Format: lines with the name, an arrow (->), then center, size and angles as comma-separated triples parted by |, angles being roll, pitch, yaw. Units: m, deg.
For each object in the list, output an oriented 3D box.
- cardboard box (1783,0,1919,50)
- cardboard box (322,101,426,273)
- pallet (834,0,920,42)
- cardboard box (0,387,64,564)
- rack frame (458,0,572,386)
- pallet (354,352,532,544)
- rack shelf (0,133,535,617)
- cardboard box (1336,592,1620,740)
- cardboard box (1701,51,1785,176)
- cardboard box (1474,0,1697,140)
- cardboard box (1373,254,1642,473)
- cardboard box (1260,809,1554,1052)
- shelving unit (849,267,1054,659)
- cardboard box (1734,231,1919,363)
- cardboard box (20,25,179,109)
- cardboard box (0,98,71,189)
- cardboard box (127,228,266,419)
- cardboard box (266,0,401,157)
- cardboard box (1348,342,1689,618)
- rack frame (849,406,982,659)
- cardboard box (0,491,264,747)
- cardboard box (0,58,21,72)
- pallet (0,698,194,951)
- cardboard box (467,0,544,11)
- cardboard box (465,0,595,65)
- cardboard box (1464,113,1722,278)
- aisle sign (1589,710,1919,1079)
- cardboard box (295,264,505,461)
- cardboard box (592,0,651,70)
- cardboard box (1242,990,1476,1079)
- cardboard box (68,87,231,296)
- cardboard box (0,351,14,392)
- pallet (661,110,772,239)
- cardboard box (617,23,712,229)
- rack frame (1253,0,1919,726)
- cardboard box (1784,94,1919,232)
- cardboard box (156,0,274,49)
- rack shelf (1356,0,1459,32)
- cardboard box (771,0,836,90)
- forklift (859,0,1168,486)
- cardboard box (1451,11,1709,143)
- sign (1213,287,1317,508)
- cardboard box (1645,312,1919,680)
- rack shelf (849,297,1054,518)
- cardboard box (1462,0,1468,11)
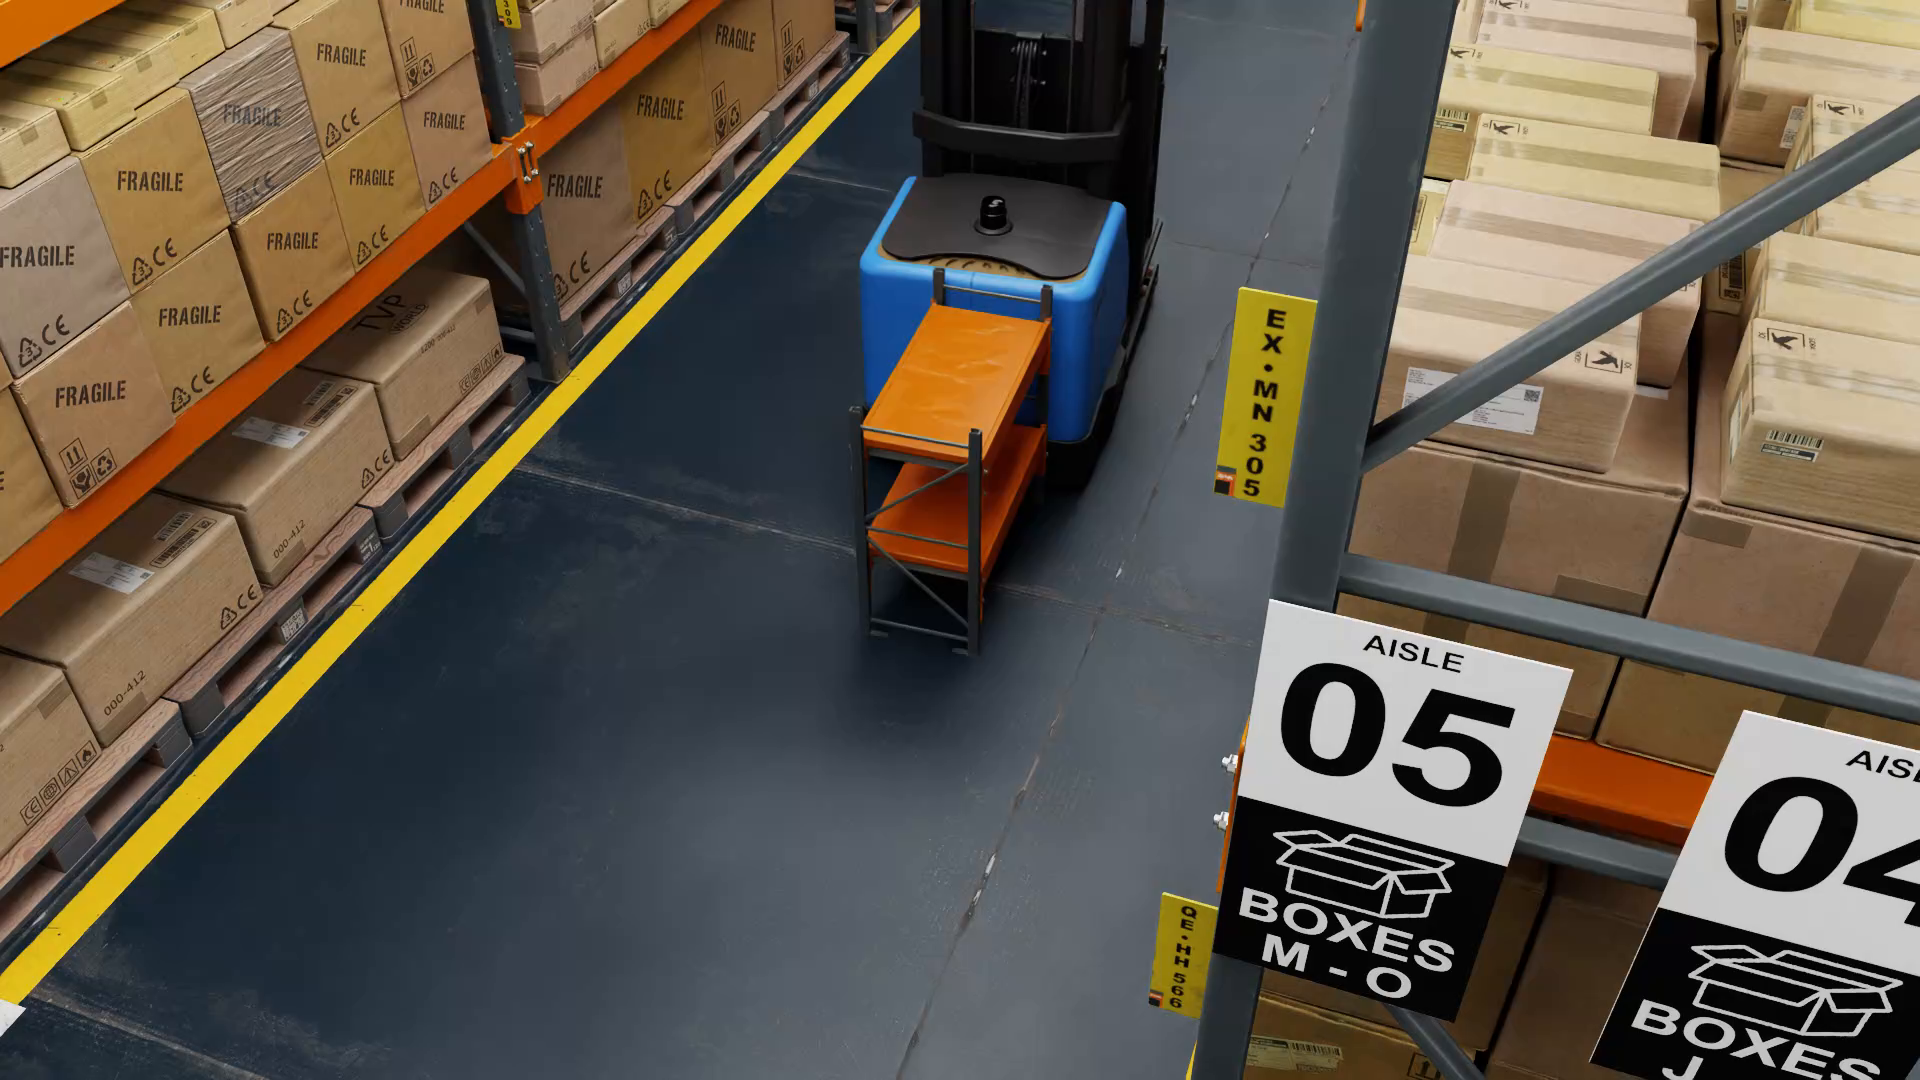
cardboard box -> 1.750, -0.907, 3.115 | 0.380, 0.149, 0.250 | 15, 43, 16
cardboard box -> -2.499, -1.425, 6.532 | 0.500, 0.500, 0.500 | 12, 42, 14
pallet -> -0.774, -3.897, 11.655 | 1.003, 0.211, 1.213 | 13, 42, 15
cardboard box -> -3.197, -0.184, 5.078 | 0.500, 0.500, 0.500 | 13, 42, 14
rack frame -> -2.410, -2.042, 7.332 | 1.000, 3.000, 0.127 | 13, 42, 15
pallet -> -2.744, -0.535, 7.714 | 1.003, 0.211, 1.213 | 13, 42, 15
rack shelf -> -3.094, -0.548, 6.136 | 1.077, 0.370, 4.000 | 13, 42, 15
cardboard box -> 0.815, 0.015, 2.726 | 0.500, 0.250, 0.500 | 12, 42, 14
cardboard box -> 1.664, -0.674, 3.148 | 0.500, 0.250, 0.500 | 14, 42, 16
cardboard box -> 1.141, -0.871, 3.072 | 0.380, 0.149, 0.250 | 12, 42, 14
cardboard box -> 0.746, -0.259, 2.355 | 0.380, 0.149, 0.250 | 13, 42, 15
cardboard box -> 0.831, 0.569, 3.195 | 0.500, 0.500, 0.500 | 12, 42, 14
shelving unit -> -0.015, -0.322, 6.761 | 0.538, 1.125, 1.048 | 11, 42, 13
cardboard box -> 1.337, -0.290, 2.390 | 0.380, 0.149, 0.250 | 15, 43, 17
cardboard box -> -2.783, -1.530, 5.385 | 0.380, 0.149, 0.250 | 13, 42, 15
cardboard box -> -2.939, -1.210, 5.011 | 0.380, 0.149, 0.250 | 14, 42, 15
cardboard box -> -2.851, -0.799, 5.799 | 0.500, 0.500, 0.500 | 15, 43, 17
cardboard box -> -2.493, -1.804, 6.205 | 0.500, 0.500, 0.500 | 13, 42, 14
cardboard box -> 0.827, -0.177, 2.565 | 0.500, 0.250, 0.500 | 12, 42, 14
rack frame -> -0.163, -0.006, 6.391 | 0.500, 1.125, 0.032 | 11, 42, 13
cardboard box -> -3.341, 0.228, 6.322 | 0.875, 0.438, 0.875 | 14, 43, 16
cardboard box -> -3.301, -1.647, 5.523 | 0.380, 0.149, 0.250 | 13, 42, 15
pallet -> -3.578, 0.954, 5.970 | 1.003, 0.211, 1.213 | 13, 42, 15
cardboard box -> -1.990, -2.665, 7.215 | 0.500, 0.500, 0.500 | 14, 42, 16
cardboard box -> -1.995, -2.381, 7.460 | 0.500, 0.250, 0.500 | 12, 42, 14
cardboard box -> 1.009, -0.544, 2.689 | 0.380, 0.149, 0.250 | 12, 42, 14
aisle sign -> 1.165, 0.557, 2.283 | 0.394, 0.787, 0.004 | 13, 42, 15
cardboard box -> -2.726, -0.868, 7.607 | 0.875, 0.438, 0.875 | 13, 42, 14
cardboard box -> -1.836, -2.511, 7.997 | 0.500, 0.250, 0.500 | 12, 42, 14
cardboard box -> 0.820, 0.952, 3.516 | 0.500, 0.500, 0.500 | 14, 42, 16
cardboard box -> -2.838, -1.187, 5.483 | 0.500, 0.500, 0.500 | 13, 42, 15
cardboard box -> -3.176, -0.567, 4.756 | 0.500, 0.500, 0.500 | 12, 42, 14
pallet -> -1.802, -2.215, 9.684 | 1.003, 0.211, 1.213 | 13, 42, 15
cardboard box -> -1.972, -2.342, 8.997 | 0.875, 0.875, 0.875 | 14, 43, 16
rack frame -> 0.908, -0.847, 1.310 | 1.000, 3.000, 0.127 | 13, 42, 15
cardboard box -> 1.582, -0.587, 2.739 | 0.380, 0.149, 0.250 | 14, 42, 16
cardboard box -> -2.625, -1.843, 5.752 | 0.380, 0.149, 0.250 | 13, 42, 15
rack shelf -> 1.592, -1.792, 2.974 | 1.077, 0.370, 4.000 | 13, 42, 15
cardboard box -> -1.357, -3.430, 10.273 | 0.875, 0.875, 0.875 | 13, 42, 15
forklift -> 0.419, -2.321, 7.712 | 1.130, 2.935, 3.031 | 9, 41, 11
cardboard box -> 1.178, -0.801, 3.297 | 0.500, 0.250, 0.500 | 14, 42, 16
sign -> 0.393, -0.179, 2.155 | 0.100, 0.325, 0.005 | 13, 42, 15
cardboard box -> 1.306, -0.056, 2.423 | 0.500, 0.250, 0.500 | 14, 42, 16
rack shelf -> -0.015, -0.545, 6.571 | 0.538, 0.278, 1.000 | 11, 42, 13
cardboard box -> 1.526, -1.432, 4.037 | 0.500, 0.250, 0.500 | 14, 42, 16
